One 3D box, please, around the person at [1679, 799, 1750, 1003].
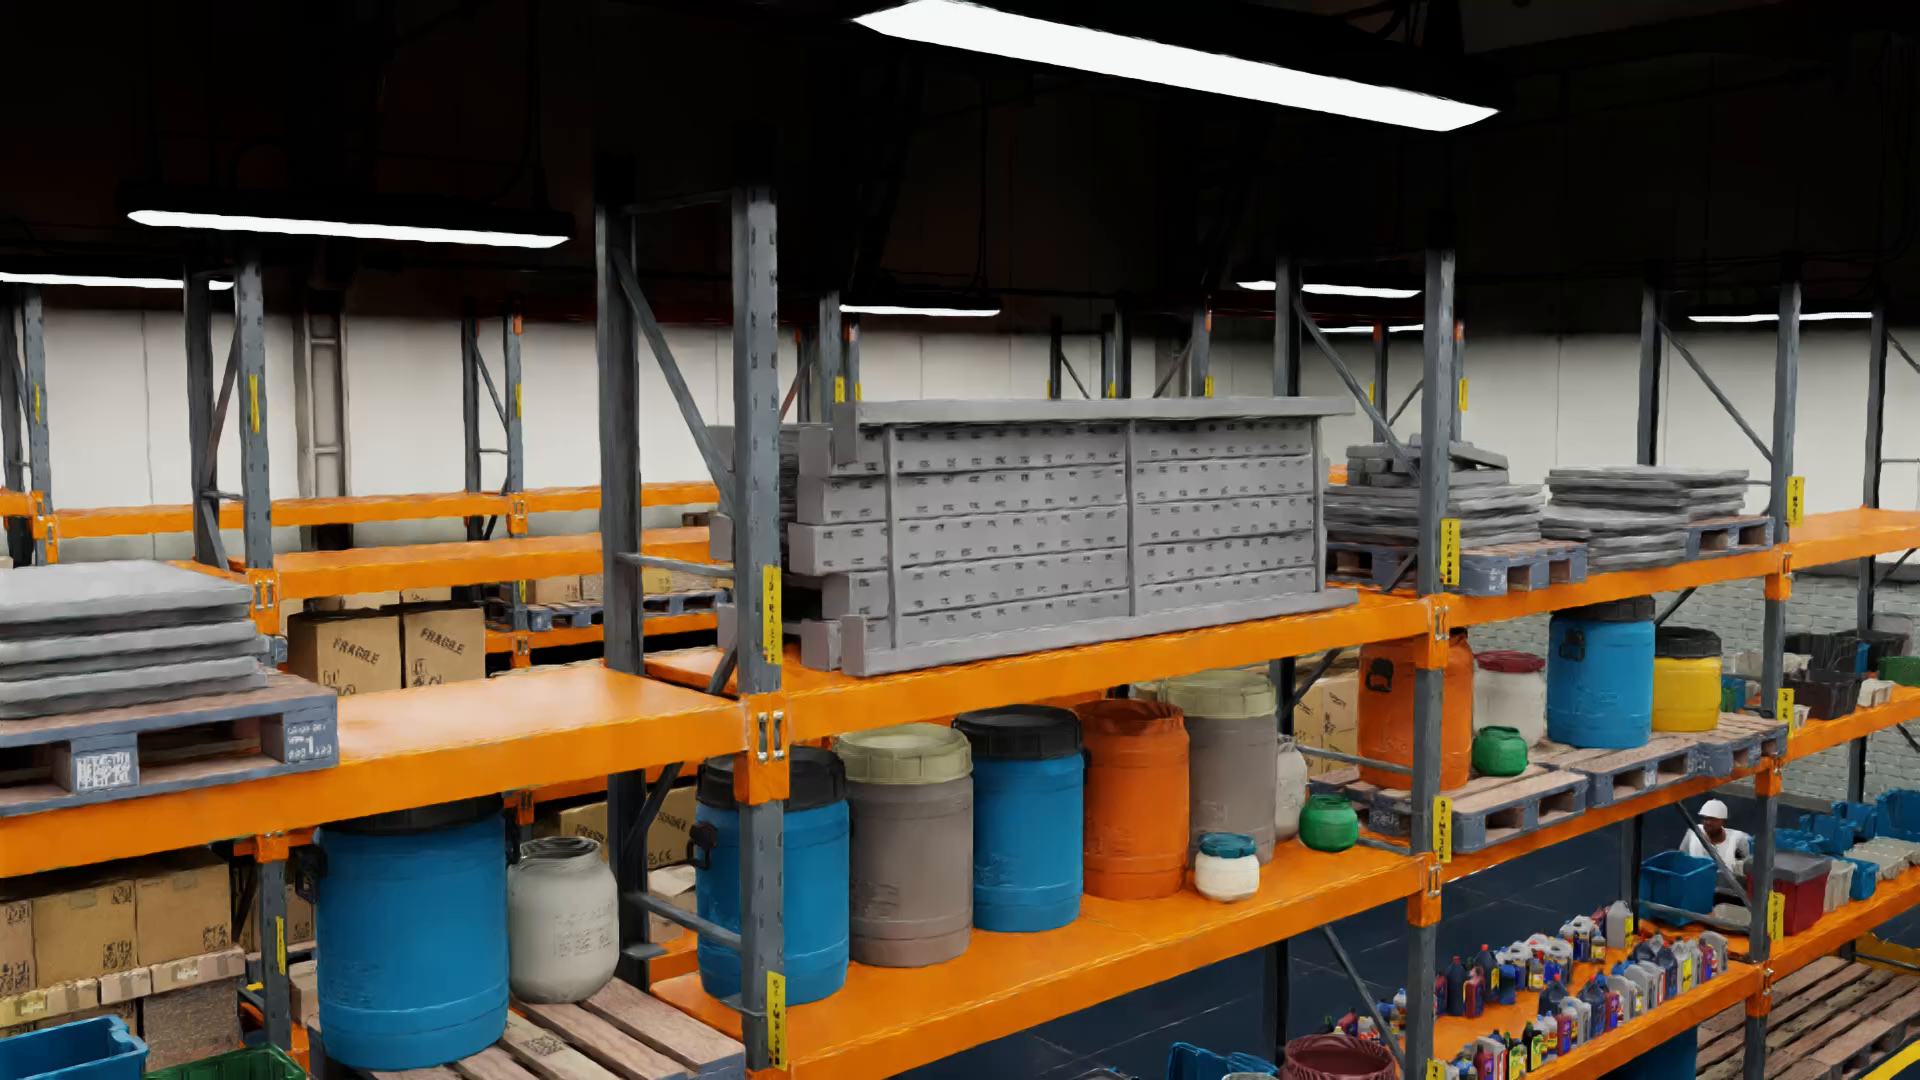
[{"bbox_3d":[6.312,2.998,13.892,0.549,1.735,0.702,-5,7,-41],"label":"person"}]
